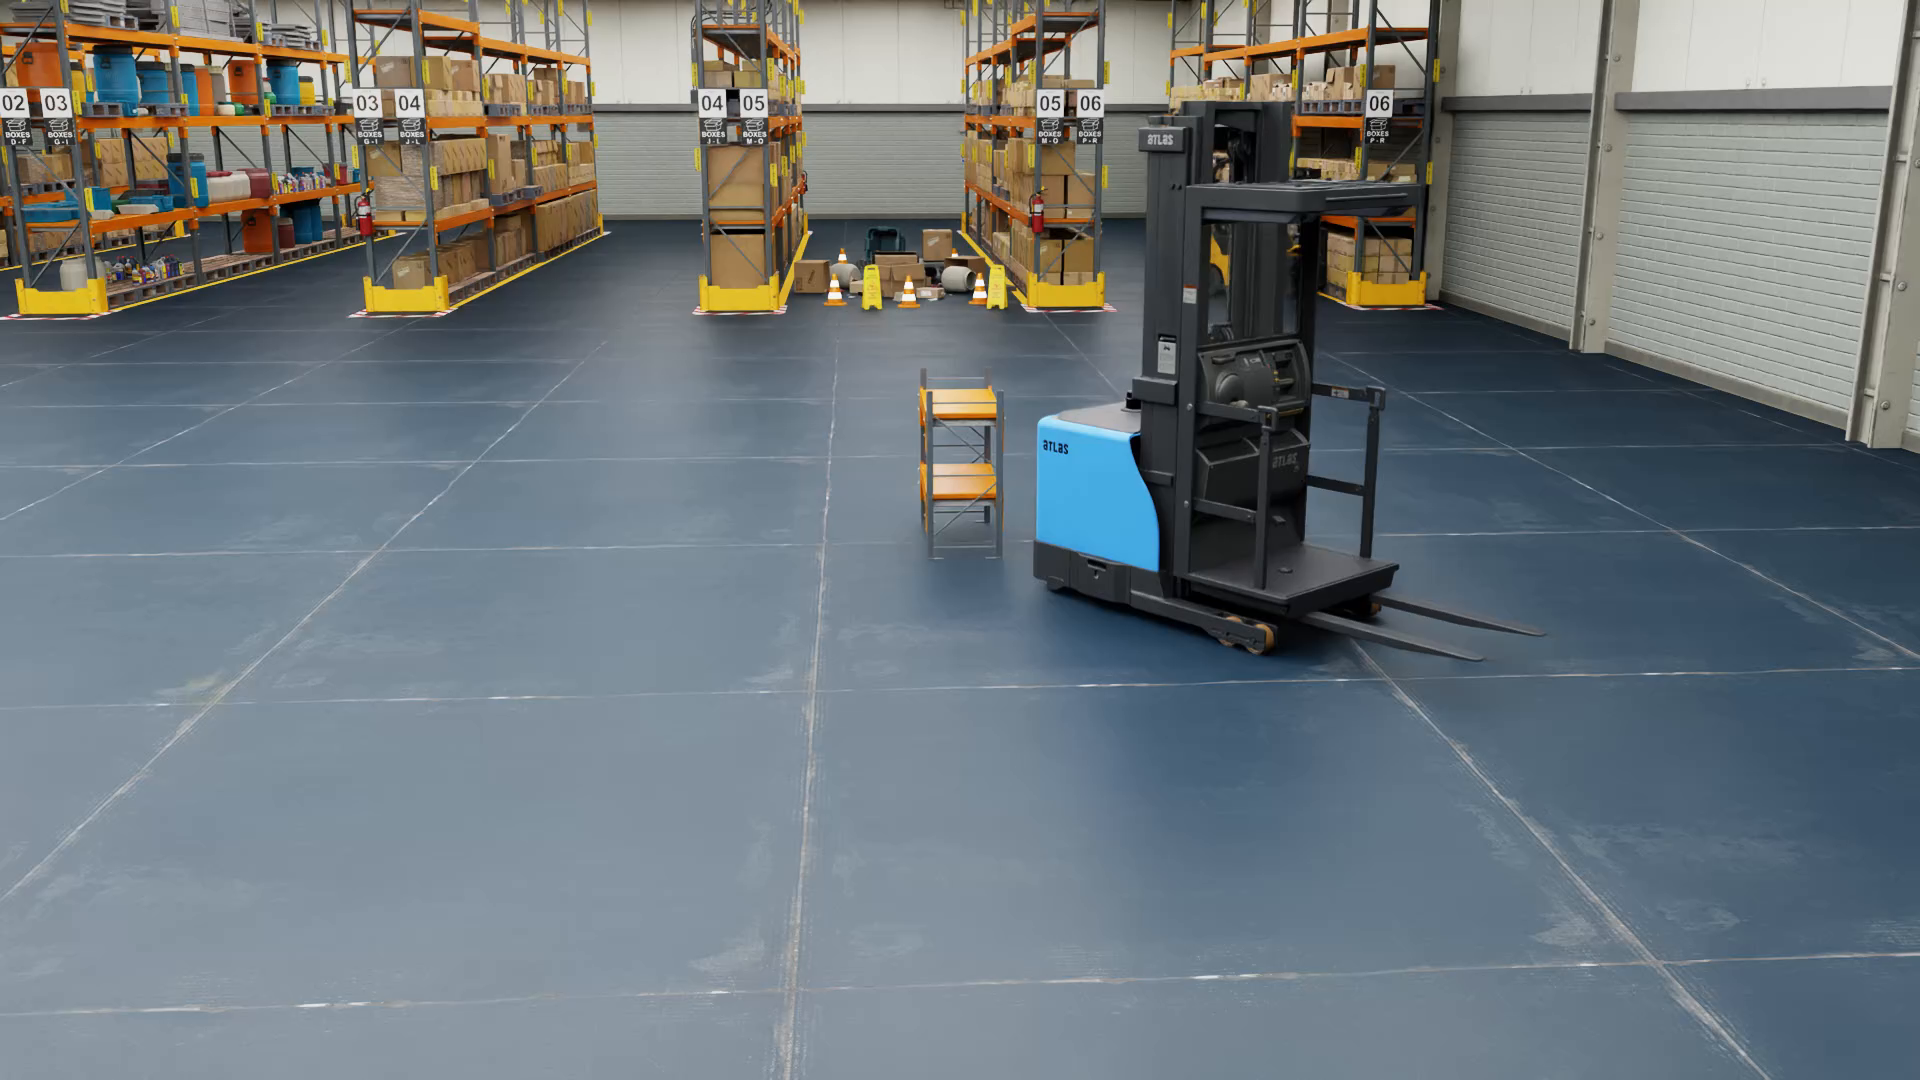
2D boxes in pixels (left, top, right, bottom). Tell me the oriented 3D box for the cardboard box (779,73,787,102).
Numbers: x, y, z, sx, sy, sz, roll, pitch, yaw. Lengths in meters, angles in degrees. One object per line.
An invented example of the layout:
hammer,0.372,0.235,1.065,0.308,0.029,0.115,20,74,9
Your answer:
cardboard box,-3.419,-8.247,30.297,0.500,0.500,0.500,-1,14,-3

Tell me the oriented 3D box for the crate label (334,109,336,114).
crate label,-13.696,-9.241,35.930,0.293,0.136,0.466,-1,14,-3

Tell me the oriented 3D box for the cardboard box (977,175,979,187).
cardboard box,0.644,-7.833,36.250,0.500,0.250,0.500,-1,14,-5

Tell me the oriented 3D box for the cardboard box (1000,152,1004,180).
cardboard box,1.027,-6.919,30.756,0.500,0.500,0.500,-1,14,-6

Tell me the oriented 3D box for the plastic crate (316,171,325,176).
plastic crate,-14.415,-8.264,37.840,0.416,0.233,0.300,-1,14,-3

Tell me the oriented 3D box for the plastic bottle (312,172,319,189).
plastic bottle,-13.571,-7.542,34.918,0.144,0.351,0.185,-1,14,-3

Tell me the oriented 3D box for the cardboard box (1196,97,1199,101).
cardboard box,5.554,-9.737,37.034,0.500,0.250,0.500,-1,14,-3

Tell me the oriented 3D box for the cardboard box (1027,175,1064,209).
cardboard box,1.315,-5.358,25.532,0.500,0.500,0.500,-1,14,-4

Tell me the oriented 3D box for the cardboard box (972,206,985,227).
cardboard box,0.773,-7.814,40.174,0.875,0.438,0.875,-1,14,-5

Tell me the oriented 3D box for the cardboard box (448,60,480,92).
cardboard box,-8.233,-7.656,27.440,0.500,0.500,0.500,-1,14,-5

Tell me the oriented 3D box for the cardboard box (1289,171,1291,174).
cardboard box,6.053,-6.615,29.713,0.380,0.149,0.250,-1,14,-4

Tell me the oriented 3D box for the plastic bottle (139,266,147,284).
plastic bottle,-13.008,-4.215,26.457,0.061,0.283,0.133,-1,14,-3

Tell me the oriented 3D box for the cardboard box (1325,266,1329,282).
cardboard box,6.190,-4.344,27.066,0.500,0.250,0.500,-1,14,-3

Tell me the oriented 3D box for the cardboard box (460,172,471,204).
cardboard box,-8.422,-5.708,26.895,0.875,0.500,0.500,-1,14,-3

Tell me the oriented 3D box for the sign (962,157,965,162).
sign,0.208,-10.561,46.011,0.327,0.218,0.001,-1,14,-3

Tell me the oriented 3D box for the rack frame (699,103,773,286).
rack frame,-3.311,-4.933,24.679,1.000,3.000,0.127,-1,14,-3

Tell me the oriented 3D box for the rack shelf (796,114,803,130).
rack shelf,-4.178,-9.519,37.927,1.077,0.370,4.000,-1,14,-3

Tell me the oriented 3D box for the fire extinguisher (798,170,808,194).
fire extinguisher,-3.857,-8.764,40.472,0.296,0.674,0.183,-1,14,-3

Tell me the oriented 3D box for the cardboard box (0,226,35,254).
cardboard box,-18.394,-5.839,32.335,0.500,0.500,0.500,0,14,-1

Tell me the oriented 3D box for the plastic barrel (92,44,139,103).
plastic barrel,-13.504,-7.449,26.591,0.600,0.901,0.708,-1,14,-3

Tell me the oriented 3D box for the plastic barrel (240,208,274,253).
plastic barrel,-13.754,-6.068,32.605,0.600,0.830,0.708,-1,14,-3

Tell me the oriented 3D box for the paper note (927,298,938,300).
paper note,-0.422,-3.801,26.238,0.148,0.019,0.142,-6,16,-23

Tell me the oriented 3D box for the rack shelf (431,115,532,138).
rack shelf,-8.639,-7.478,29.995,1.077,0.370,4.000,-1,14,-3

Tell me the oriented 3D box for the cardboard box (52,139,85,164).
cardboard box,-19.188,-8.368,35.824,0.500,0.500,0.500,-1,14,-3

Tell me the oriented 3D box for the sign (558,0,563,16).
sign,-8.470,-11.273,35.249,0.100,0.325,0.005,-1,14,-3

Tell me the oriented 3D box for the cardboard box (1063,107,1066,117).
cardboard box,1.799,-6.645,25.816,0.380,0.149,0.250,-1,14,-4

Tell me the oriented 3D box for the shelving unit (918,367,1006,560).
shelving unit,0.000,-0.546,11.393,0.538,1.125,1.048,-1,14,-3

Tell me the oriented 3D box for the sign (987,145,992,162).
sign,0.574,-7.575,32.626,0.100,0.325,0.005,-1,14,-3

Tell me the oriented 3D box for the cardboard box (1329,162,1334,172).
cardboard box,6.166,-6.020,26.806,0.380,0.149,0.250,-1,14,-2

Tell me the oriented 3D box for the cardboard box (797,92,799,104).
cardboard box,-3.888,-9.912,37.309,0.500,0.250,0.500,-1,14,-2

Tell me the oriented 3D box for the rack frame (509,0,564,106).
rack frame,-9.011,-10.771,35.331,1.000,3.000,0.127,-1,14,-3

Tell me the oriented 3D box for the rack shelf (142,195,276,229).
rack shelf,-13.583,-5.949,30.071,1.077,0.370,4.000,-1,14,-3

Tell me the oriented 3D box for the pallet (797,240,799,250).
pallet,-4.004,-6.373,35.873,1.003,0.211,1.213,-1,14,-3

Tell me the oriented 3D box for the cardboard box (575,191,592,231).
cardboard box,-9.083,-7.651,38.664,0.875,0.875,0.875,-1,14,-3

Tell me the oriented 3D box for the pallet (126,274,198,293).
pallet,-13.459,-4.282,27.744,1.003,0.211,1.213,-1,14,-3

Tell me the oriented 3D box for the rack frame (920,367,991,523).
rack frame,-0.032,-0.673,11.884,0.500,1.125,0.032,-1,14,-3

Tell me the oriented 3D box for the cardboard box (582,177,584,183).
cardboard box,-8.795,-8.211,37.922,0.380,0.149,0.250,-1,14,-5

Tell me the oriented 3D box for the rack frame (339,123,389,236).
rack frame,-14.202,-8.784,39.647,1.000,3.000,0.127,-1,14,-3

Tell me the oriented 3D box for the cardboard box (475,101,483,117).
cardboard box,-8.226,-7.147,27.565,0.500,0.250,0.500,0,14,-1

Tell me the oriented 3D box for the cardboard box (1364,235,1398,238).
cardboard box,6.702,-4.715,26.499,0.500,0.250,0.500,-1,14,-3

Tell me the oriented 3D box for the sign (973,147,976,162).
sign,0.326,-8.468,36.520,0.100,0.325,0.005,-1,14,-3

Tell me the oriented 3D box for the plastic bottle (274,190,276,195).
plastic bottle,-13.411,-6.847,32.368,0.152,0.276,0.135,-1,14,-3

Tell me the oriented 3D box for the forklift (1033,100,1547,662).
forklift,1.818,-0.937,9.287,1.130,2.935,3.031,-13,19,-41

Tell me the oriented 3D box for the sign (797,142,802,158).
sign,-3.500,-8.488,36.171,0.100,0.325,0.005,-1,14,-3

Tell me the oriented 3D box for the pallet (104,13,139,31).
pallet,-13.301,-7.911,25.397,1.003,0.211,1.213,-1,14,-3

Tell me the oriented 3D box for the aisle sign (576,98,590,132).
aisle sign,-8.964,-10.142,39.708,0.394,0.787,0.004,-1,14,-3

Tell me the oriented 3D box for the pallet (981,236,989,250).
pallet,1.003,-6.478,36.279,1.003,0.211,1.213,-1,14,-3
